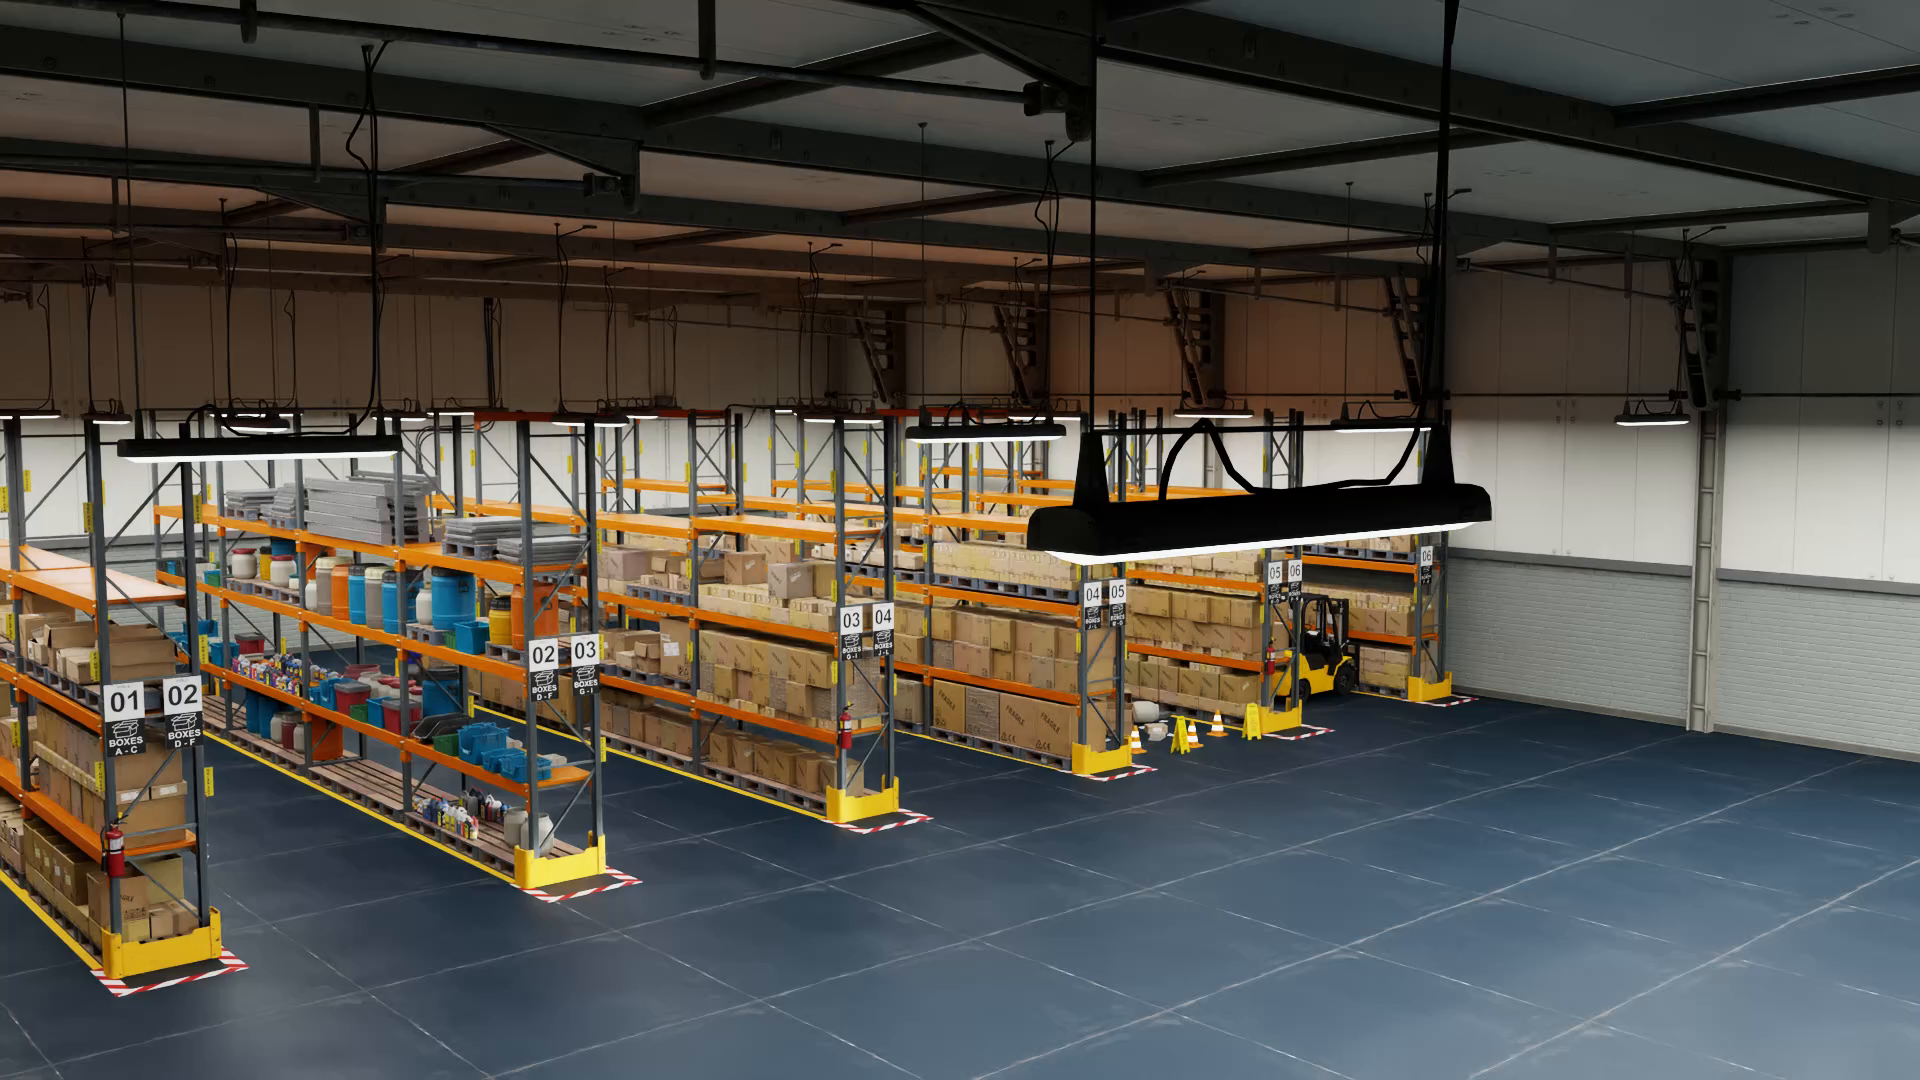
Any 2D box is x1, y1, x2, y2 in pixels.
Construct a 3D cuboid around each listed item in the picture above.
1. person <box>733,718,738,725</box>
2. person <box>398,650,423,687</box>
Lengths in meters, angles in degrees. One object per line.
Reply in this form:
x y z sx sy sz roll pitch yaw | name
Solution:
-4.247 2.724 31.835 0.534 1.657 0.603 -5 7 -44 | person
-10.797 2.639 32.769 0.514 1.637 0.471 -2 5 -22 | person
